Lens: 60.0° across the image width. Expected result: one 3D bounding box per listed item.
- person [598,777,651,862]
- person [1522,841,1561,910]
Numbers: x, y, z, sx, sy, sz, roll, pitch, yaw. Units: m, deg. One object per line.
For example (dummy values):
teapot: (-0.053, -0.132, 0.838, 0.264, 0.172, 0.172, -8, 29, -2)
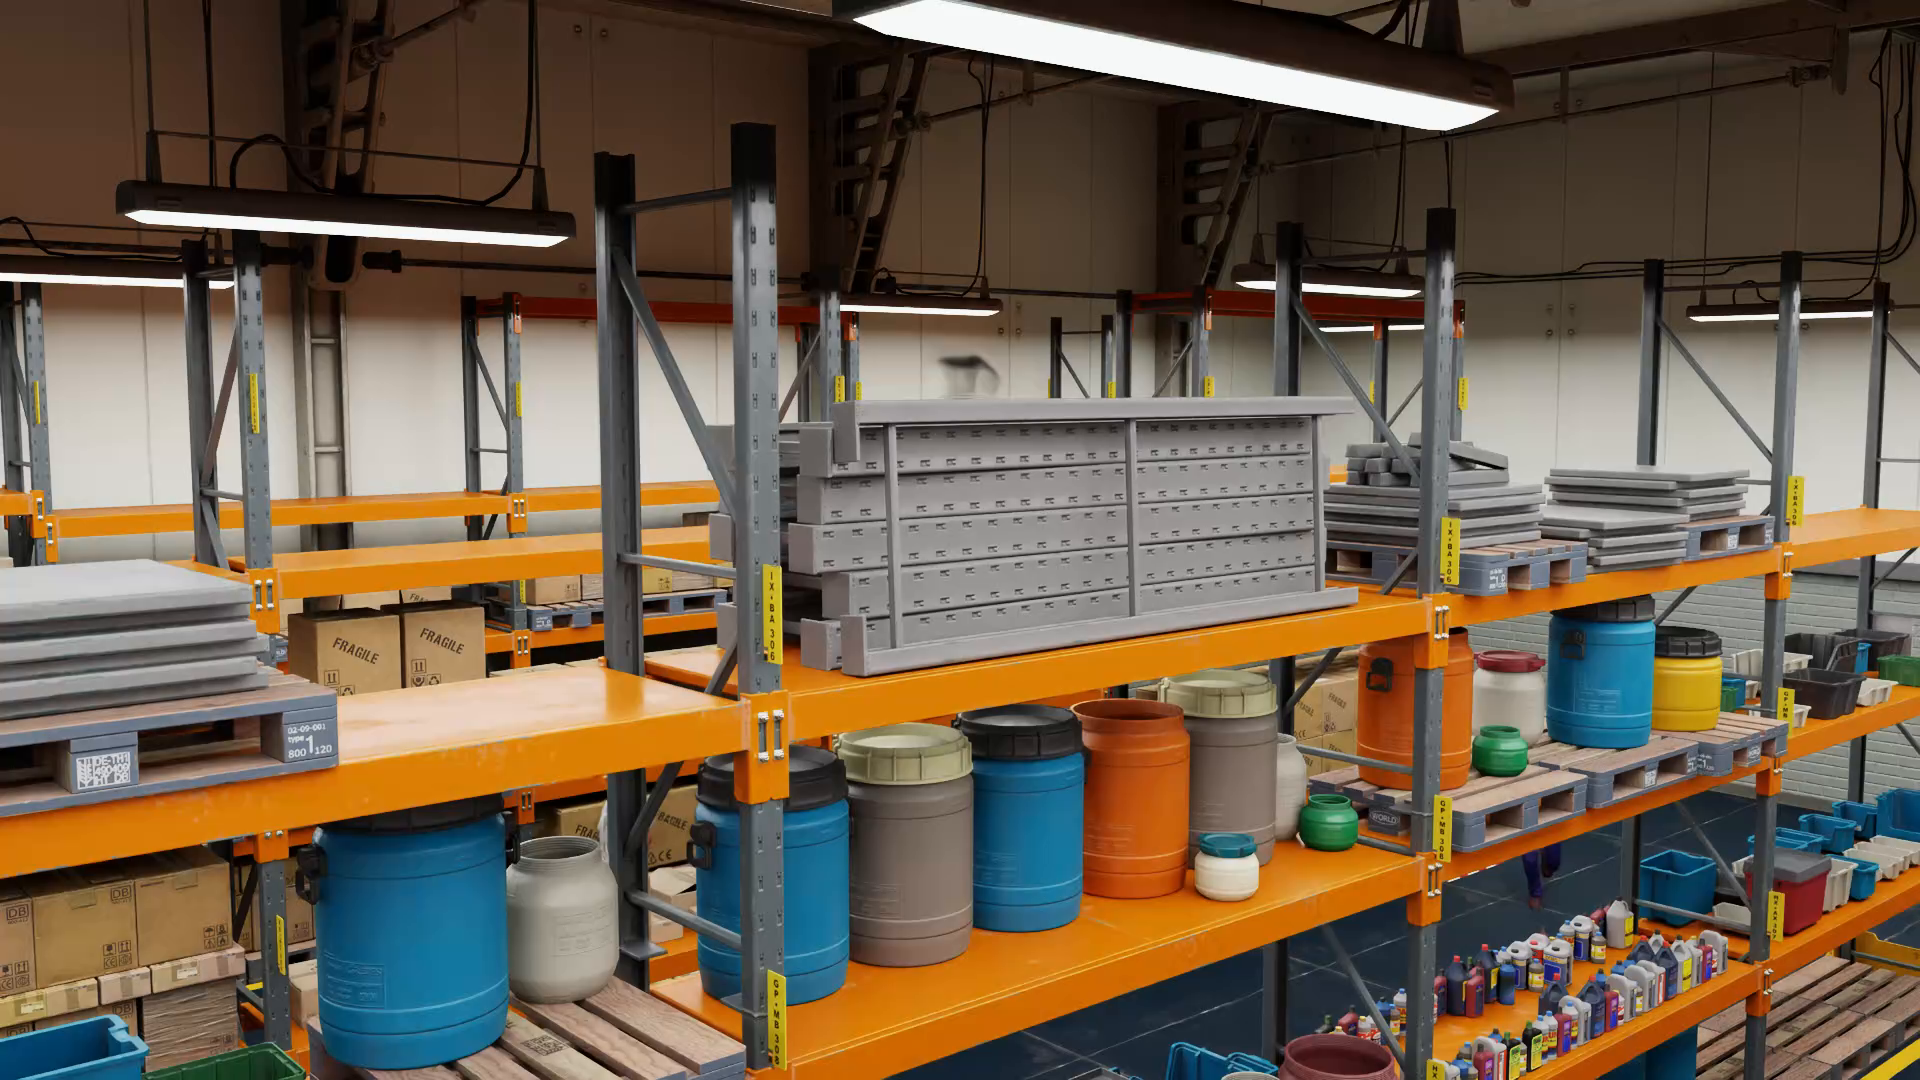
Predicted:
person: (-3.015, 2.901, 14.899, 0.637, 1.740, 0.670, -5, 7, -44)
person: (5.770, 2.828, 16.581, 0.625, 1.604, 0.651, 1, 6, 14)
